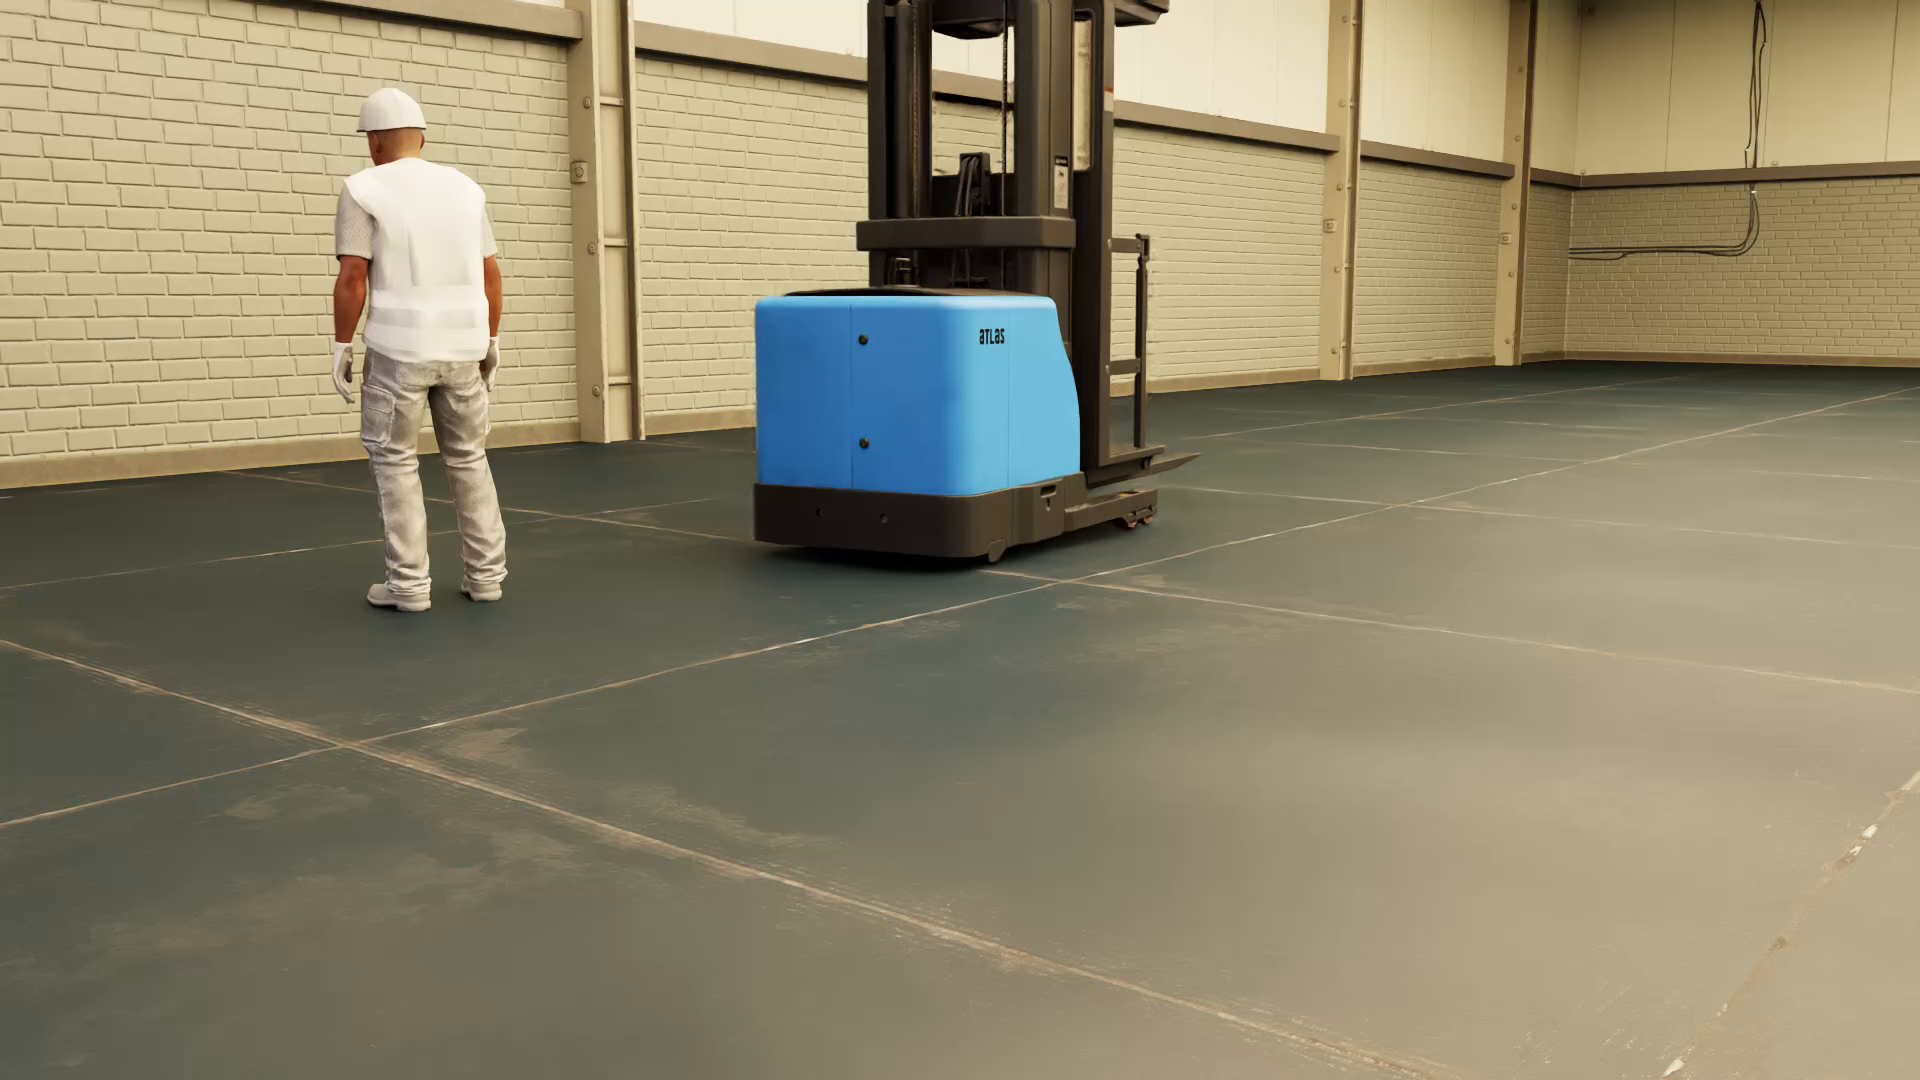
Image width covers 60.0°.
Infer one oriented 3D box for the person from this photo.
[{"bbox_3d":[-1.878,-0.653,5.760,0.624,1.773,0.424,-8,12,-44],"label":"person"}]
